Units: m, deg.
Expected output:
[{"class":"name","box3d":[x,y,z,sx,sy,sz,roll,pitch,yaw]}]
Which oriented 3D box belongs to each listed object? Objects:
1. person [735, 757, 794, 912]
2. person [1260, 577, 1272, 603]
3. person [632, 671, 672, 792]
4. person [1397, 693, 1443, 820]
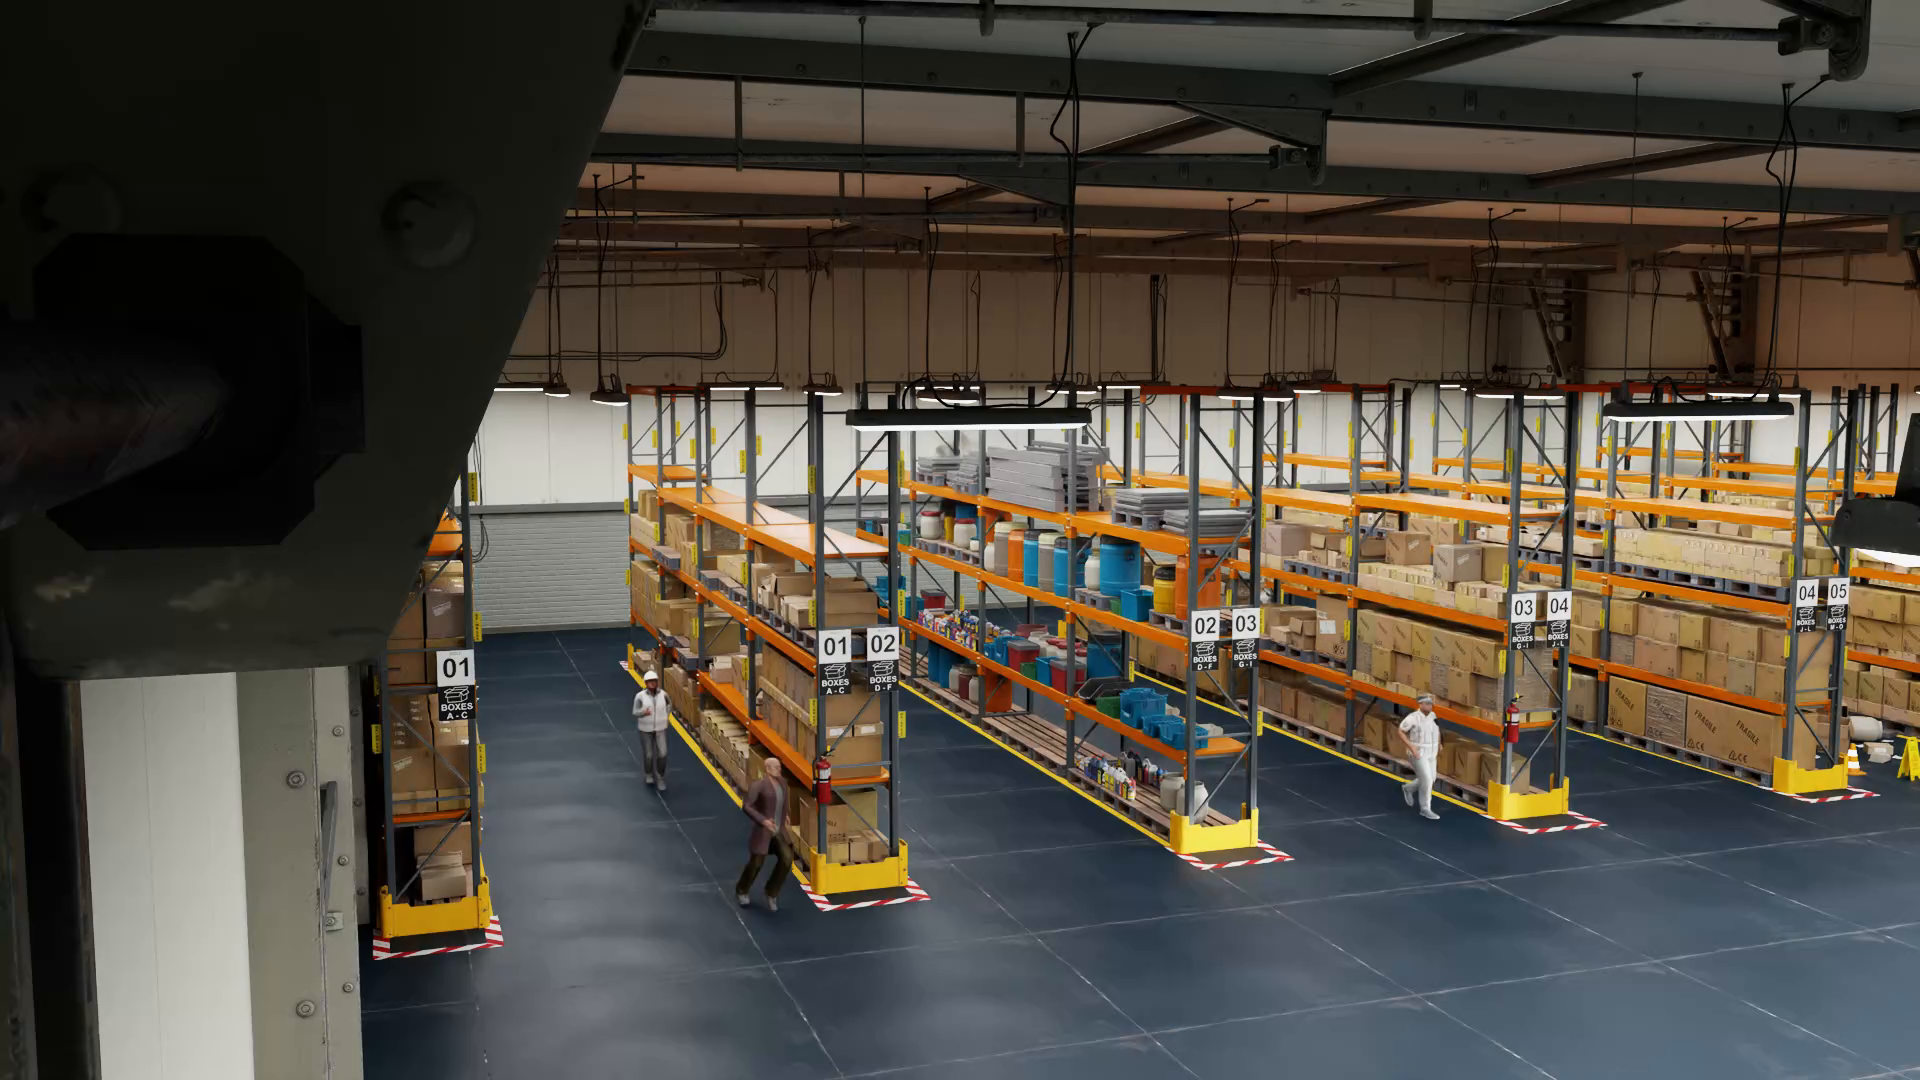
[{"class":"person","box3d":[-2.251,3.453,19.624,0.771,1.788,0.729,-5,8,-43]},{"class":"person","box3d":[6.717,1.672,37.094,0.589,1.704,0.672,-2,6,-20]},{"class":"person","box3d":[-4.608,2.875,25.015,0.637,1.814,0.711,-2,6,-18]},{"class":"person","box3d":[6.521,3.019,23.586,0.684,1.764,0.790,-3,7,-31]}]
